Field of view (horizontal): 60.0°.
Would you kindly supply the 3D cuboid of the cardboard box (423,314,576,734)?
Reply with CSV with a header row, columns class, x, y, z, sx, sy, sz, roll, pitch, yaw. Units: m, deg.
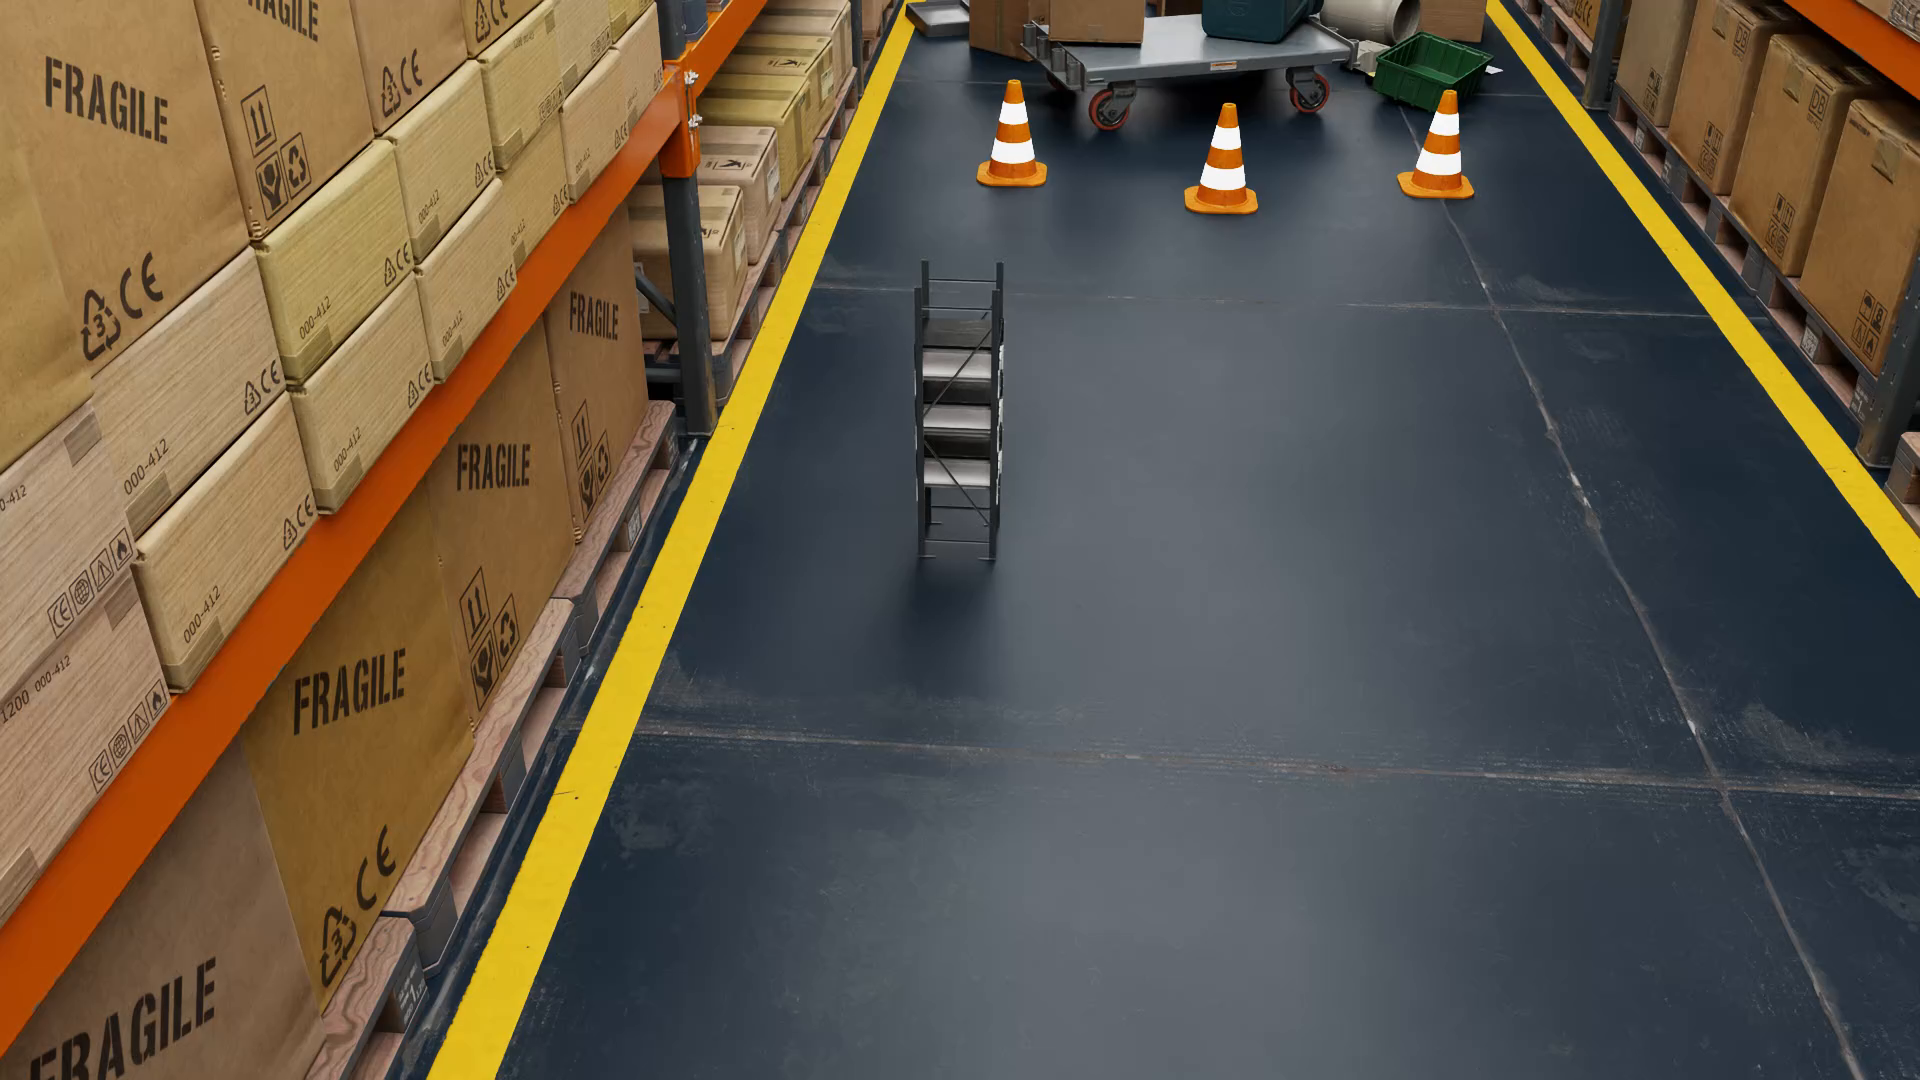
class,x,y,z,sx,sy,sz,roll,pitch,yaw
cardboard box,-1.580,-0.134,4.234,0.875,0.875,0.875,3,32,5

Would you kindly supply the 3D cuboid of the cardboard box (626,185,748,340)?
class,x,y,z,sx,sy,sz,roll,pitch,yaw
cardboard box,-1.309,-1.039,6.181,0.950,0.372,0.625,0,32,1

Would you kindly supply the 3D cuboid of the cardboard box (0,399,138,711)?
class,x,y,z,sx,sy,sz,roll,pitch,yaw
cardboard box,-1.373,0.041,1.991,0.500,0.250,0.500,2,32,3

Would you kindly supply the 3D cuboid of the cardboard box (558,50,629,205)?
class,x,y,z,sx,sy,sz,roll,pitch,yaw
cardboard box,-1.173,-1.077,4.281,0.500,0.250,0.500,3,32,5

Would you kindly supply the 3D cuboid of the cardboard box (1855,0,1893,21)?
class,x,y,z,sx,sy,sz,roll,pitch,yaw
cardboard box,3.388,-2.076,5.664,0.500,0.500,0.500,2,32,4

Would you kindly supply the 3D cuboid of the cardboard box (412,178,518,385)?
class,x,y,z,sx,sy,sz,roll,pitch,yaw
cardboard box,-1.243,-0.546,3.420,0.500,0.250,0.500,2,32,3

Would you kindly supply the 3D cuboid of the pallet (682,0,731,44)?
class,x,y,z,sx,sy,sz,roll,pitch,yaw
pallet,-1.413,-1.979,5.786,1.213,0.211,1.003,2,32,4

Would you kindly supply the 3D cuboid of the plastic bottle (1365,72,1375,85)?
class,x,y,z,sx,sy,sz,roll,pitch,yaw
plastic bottle,2.421,-2.575,9.370,0.133,0.061,0.283,-14,34,-21

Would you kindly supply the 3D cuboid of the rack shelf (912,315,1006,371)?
class,x,y,z,sx,sy,sz,roll,pitch,yaw
rack shelf,-0.001,-0.580,4.883,0.258,0.077,0.200,2,32,4

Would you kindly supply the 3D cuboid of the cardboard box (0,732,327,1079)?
class,x,y,z,sx,sy,sz,roll,pitch,yaw
cardboard box,-1.720,0.806,2.708,0.875,0.875,0.875,3,32,6

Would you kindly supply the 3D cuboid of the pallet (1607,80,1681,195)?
class,x,y,z,sx,sy,sz,roll,pitch,yaw
pallet,3.915,-2.023,8.332,1.003,0.211,1.213,2,32,4

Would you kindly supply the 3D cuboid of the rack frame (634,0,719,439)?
class,x,y,z,sx,sy,sz,roll,pitch,yaw
rack frame,-1.365,-1.684,5.123,1.000,3.000,0.127,2,32,4

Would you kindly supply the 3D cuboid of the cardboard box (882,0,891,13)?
class,x,y,z,sx,sy,sz,roll,pitch,yaw
cardboard box,-0.690,-3.360,10.064,0.500,0.250,0.500,4,32,7

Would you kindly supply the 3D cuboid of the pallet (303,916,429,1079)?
class,x,y,z,sx,sy,sz,roll,pitch,yaw
pallet,-1.703,1.188,3.121,1.003,0.211,1.213,2,32,4

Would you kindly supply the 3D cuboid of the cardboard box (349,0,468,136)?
class,x,y,z,sx,sy,sz,roll,pitch,yaw
cardboard box,-1.275,-1.078,3.092,0.500,0.500,0.500,2,32,3

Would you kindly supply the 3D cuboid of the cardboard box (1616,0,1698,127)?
class,x,y,z,sx,sy,sz,roll,pitch,yaw
cardboard box,3.942,-2.510,8.207,1.050,0.750,0.750,2,32,4

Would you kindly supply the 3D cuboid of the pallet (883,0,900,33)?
class,x,y,z,sx,sy,sz,roll,pitch,yaw
pallet,-0.923,-3.581,10.859,1.003,0.211,1.213,2,32,4

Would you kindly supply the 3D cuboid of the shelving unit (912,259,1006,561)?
class,x,y,z,sx,sy,sz,roll,pitch,yaw
shelving unit,-0.001,-0.379,5.007,0.258,0.900,0.210,2,32,4

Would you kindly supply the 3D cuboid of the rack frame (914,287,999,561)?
class,x,y,z,sx,sy,sz,roll,pitch,yaw
rack frame,-0.009,-0.326,4.921,0.240,0.900,0.006,2,32,4

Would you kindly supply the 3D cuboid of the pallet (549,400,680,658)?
class,x,y,z,sx,sy,sz,roll,pitch,yaw
pallet,-1.504,-0.088,5.191,1.003,0.211,1.213,2,32,4

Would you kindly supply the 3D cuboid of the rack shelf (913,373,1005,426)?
class,x,y,z,sx,sy,sz,roll,pitch,yaw
rack shelf,-0.001,-0.427,4.977,0.258,0.077,0.200,2,32,4

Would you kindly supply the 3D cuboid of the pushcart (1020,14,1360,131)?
class,x,y,z,sx,sy,sz,roll,pitch,yaw
pushcart,1.238,-2.588,9.090,1.648,0.377,0.936,-8,33,-13

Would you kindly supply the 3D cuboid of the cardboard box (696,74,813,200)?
class,x,y,z,sx,sy,sz,roll,pitch,yaw
cardboard box,-1.189,-1.822,7.451,0.950,0.372,0.625,3,32,6

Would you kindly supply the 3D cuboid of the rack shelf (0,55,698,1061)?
class,x,y,z,sx,sy,sz,roll,pitch,yaw
rack shelf,-1.527,-0.332,3.615,1.077,0.370,4.000,2,32,4

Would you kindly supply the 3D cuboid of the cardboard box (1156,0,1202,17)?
class,x,y,z,sx,sy,sz,roll,pitch,yaw
cardboard box,1.599,-3.346,10.071,0.797,0.637,0.503,2,32,4

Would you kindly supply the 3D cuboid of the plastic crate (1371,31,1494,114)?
class,x,y,z,sx,sy,sz,roll,pitch,yaw
plastic crate,2.611,-2.591,9.221,0.450,0.188,0.662,29,41,23

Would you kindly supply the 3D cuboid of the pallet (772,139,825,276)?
class,x,y,z,sx,sy,sz,roll,pitch,yaw
pallet,-1.198,-1.542,7.550,1.003,0.211,1.213,2,32,4

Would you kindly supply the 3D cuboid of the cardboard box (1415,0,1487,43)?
class,x,y,z,sx,sy,sz,roll,pitch,yaw
cardboard box,3.006,-3.409,10.303,0.500,0.500,0.500,8,32,12

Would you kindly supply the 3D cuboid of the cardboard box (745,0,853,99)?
class,x,y,z,sx,sy,sz,roll,pitch,yaw
cardboard box,-1.079,-2.561,8.651,0.950,0.372,0.625,3,32,5

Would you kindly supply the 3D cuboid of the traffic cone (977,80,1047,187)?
class,x,y,z,sx,sy,sz,roll,pitch,yaw
traffic cone,0.255,-1.987,8.034,0.336,0.463,0.334,2,32,4

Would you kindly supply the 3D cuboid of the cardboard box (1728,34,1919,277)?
class,x,y,z,sx,sy,sz,roll,pitch,yaw
cardboard box,3.784,-1.518,6.599,1.050,0.750,0.750,3,32,5

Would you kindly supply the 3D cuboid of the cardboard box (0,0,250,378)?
class,x,y,z,sx,sy,sz,roll,pitch,yaw
cardboard box,-1.354,-0.546,2.228,0.500,0.500,0.500,2,32,4

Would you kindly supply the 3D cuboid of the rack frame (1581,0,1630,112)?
class,x,y,z,sx,sy,sz,roll,pitch,yaw
rack frame,3.903,-3.617,8.260,1.000,3.000,0.127,2,32,4

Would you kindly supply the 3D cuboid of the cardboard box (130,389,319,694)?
class,x,y,z,sx,sy,sz,roll,pitch,yaw
cardboard box,-1.351,-0.018,2.563,0.500,0.250,0.500,2,32,3

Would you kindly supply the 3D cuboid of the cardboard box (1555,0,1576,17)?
class,x,y,z,sx,sy,sz,roll,pitch,yaw
cardboard box,4.093,-3.689,10.001,0.875,0.875,0.875,3,32,4

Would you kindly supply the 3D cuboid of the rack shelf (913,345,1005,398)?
class,x,y,z,sx,sy,sz,roll,pitch,yaw
rack shelf,-0.001,-0.504,4.930,0.258,0.077,0.200,2,32,4

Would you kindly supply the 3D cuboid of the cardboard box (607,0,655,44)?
class,x,y,z,sx,sy,sz,roll,pitch,yaw
cardboard box,-1.151,-1.569,4.603,0.500,0.250,0.500,2,32,4

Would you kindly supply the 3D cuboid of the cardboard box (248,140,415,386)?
class,x,y,z,sx,sy,sz,roll,pitch,yaw
cardboard box,-1.291,-0.496,2.862,0.500,0.250,0.500,3,32,5

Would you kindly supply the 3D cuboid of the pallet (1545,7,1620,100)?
class,x,y,z,sx,sy,sz,roll,pitch,yaw
pallet,4.043,-2.824,9.631,1.003,0.211,1.213,2,32,4

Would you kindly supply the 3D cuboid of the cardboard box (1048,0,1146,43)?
class,x,y,z,sx,sy,sz,roll,pitch,yaw
cardboard box,0.738,-2.973,8.877,0.500,0.500,0.500,2,32,4

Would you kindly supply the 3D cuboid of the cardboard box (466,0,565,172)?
class,x,y,z,sx,sy,sz,roll,pitch,yaw
cardboard box,-1.210,-1.032,3.732,0.500,0.250,0.500,2,32,3

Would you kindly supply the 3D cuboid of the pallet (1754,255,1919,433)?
class,x,y,z,sx,sy,sz,roll,pitch,yaw
pallet,3.717,-0.747,6.261,1.003,0.211,1.213,2,32,4
